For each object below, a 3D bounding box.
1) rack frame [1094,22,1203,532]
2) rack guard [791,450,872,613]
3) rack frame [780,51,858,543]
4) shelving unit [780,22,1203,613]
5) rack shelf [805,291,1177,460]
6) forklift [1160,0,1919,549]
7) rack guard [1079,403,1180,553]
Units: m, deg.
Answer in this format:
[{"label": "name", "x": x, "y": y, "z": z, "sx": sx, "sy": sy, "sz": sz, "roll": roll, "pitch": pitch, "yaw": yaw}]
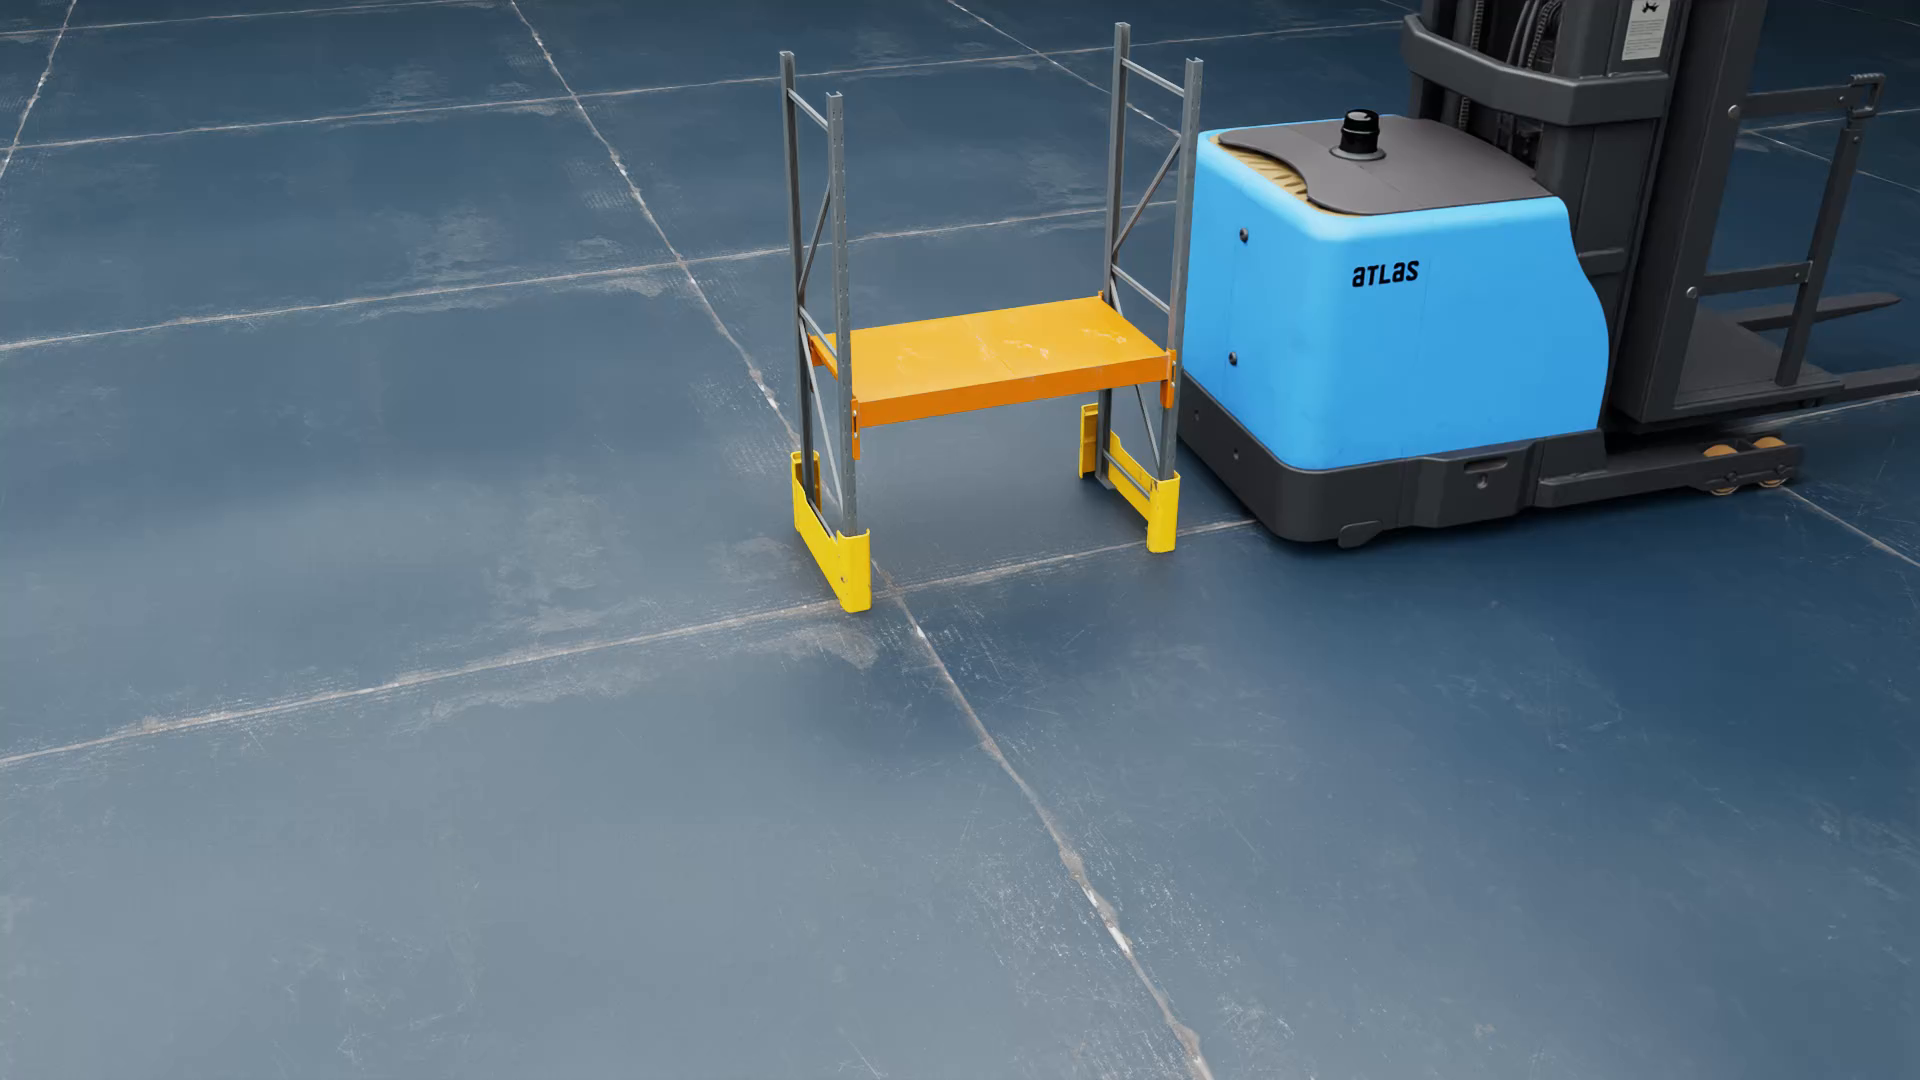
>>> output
[{"label": "rack frame", "x": 0.556, "y": -0.754, "z": 5.059, "sx": 0.032, "sy": 1.500, "sz": 0.500, "roll": -10, "pitch": 31, "yaw": -18}, {"label": "rack guard", "x": -0.395, "y": -0.036, "z": 5.060, "sx": 0.087, "sy": 0.250, "sz": 0.587, "roll": -10, "pitch": 31, "yaw": -18}, {"label": "rack frame", "x": -0.396, "y": -0.579, "z": 4.751, "sx": 0.032, "sy": 1.500, "sz": 0.500, "roll": -10, "pitch": 31, "yaw": -18}, {"label": "shelving unit", "x": 0.071, "y": -0.665, "z": 4.902, "sx": 1.083, "sy": 1.500, "sz": 0.587, "roll": -10, "pitch": 31, "yaw": -18}, {"label": "rack shelf", "x": 0.080, "y": -0.510, "z": 4.994, "sx": 1.000, "sy": 0.185, "sz": 0.538, "roll": -10, "pitch": 31, "yaw": -18}, {"label": "forklift", "x": 2.284, "y": -1.660, "z": 5.203, "sx": 3.031, "sy": 2.935, "sz": 1.130, "roll": -9, "pitch": 31, "yaw": -15}, {"label": "rack guard", "x": 0.538, "y": -0.208, "z": 5.362, "sx": 0.087, "sy": 0.250, "sz": 0.587, "roll": -10, "pitch": 31, "yaw": -18}]
